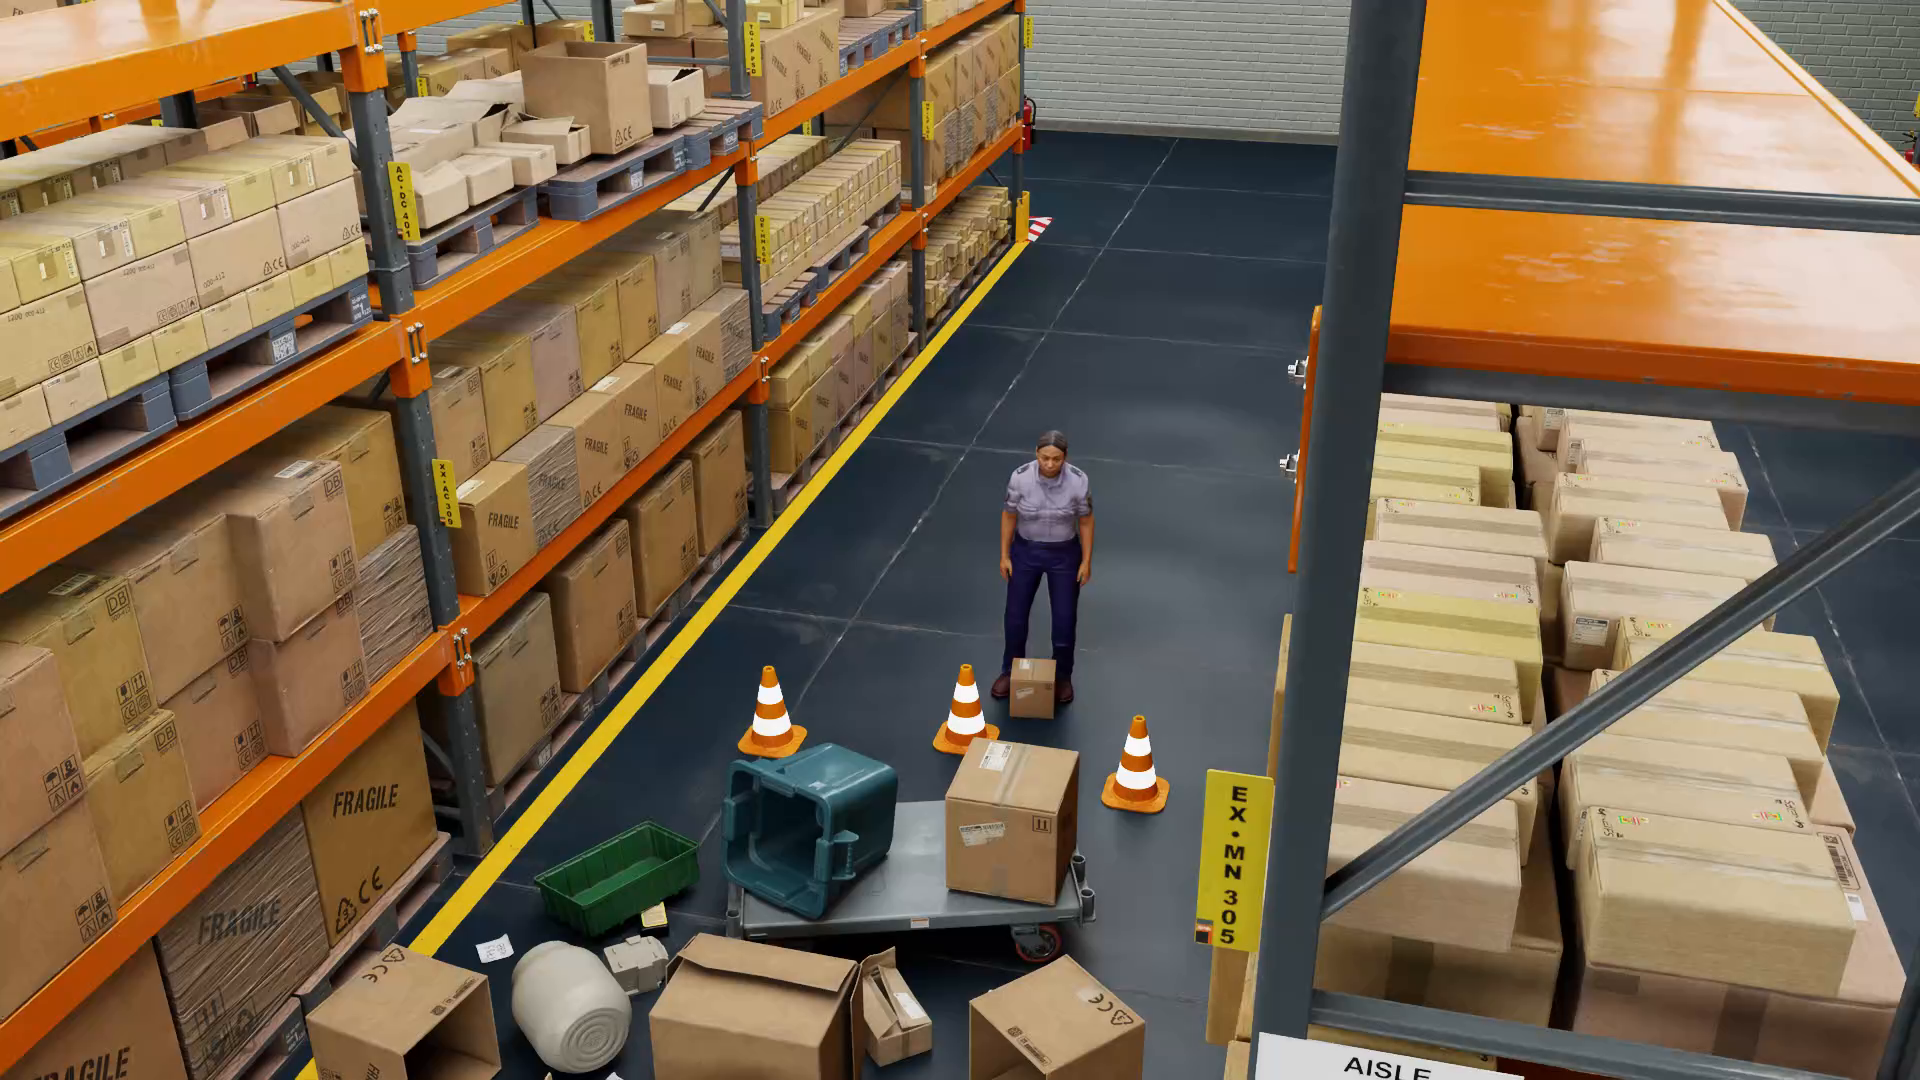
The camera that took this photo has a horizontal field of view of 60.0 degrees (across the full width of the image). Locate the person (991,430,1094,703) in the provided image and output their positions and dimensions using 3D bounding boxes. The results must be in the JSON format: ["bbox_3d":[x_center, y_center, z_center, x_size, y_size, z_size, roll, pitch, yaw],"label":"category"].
[{"bbox_3d":[0.473,0.122,9.450,0.561,1.651,0.377,3,26,6],"label":"person"}]
